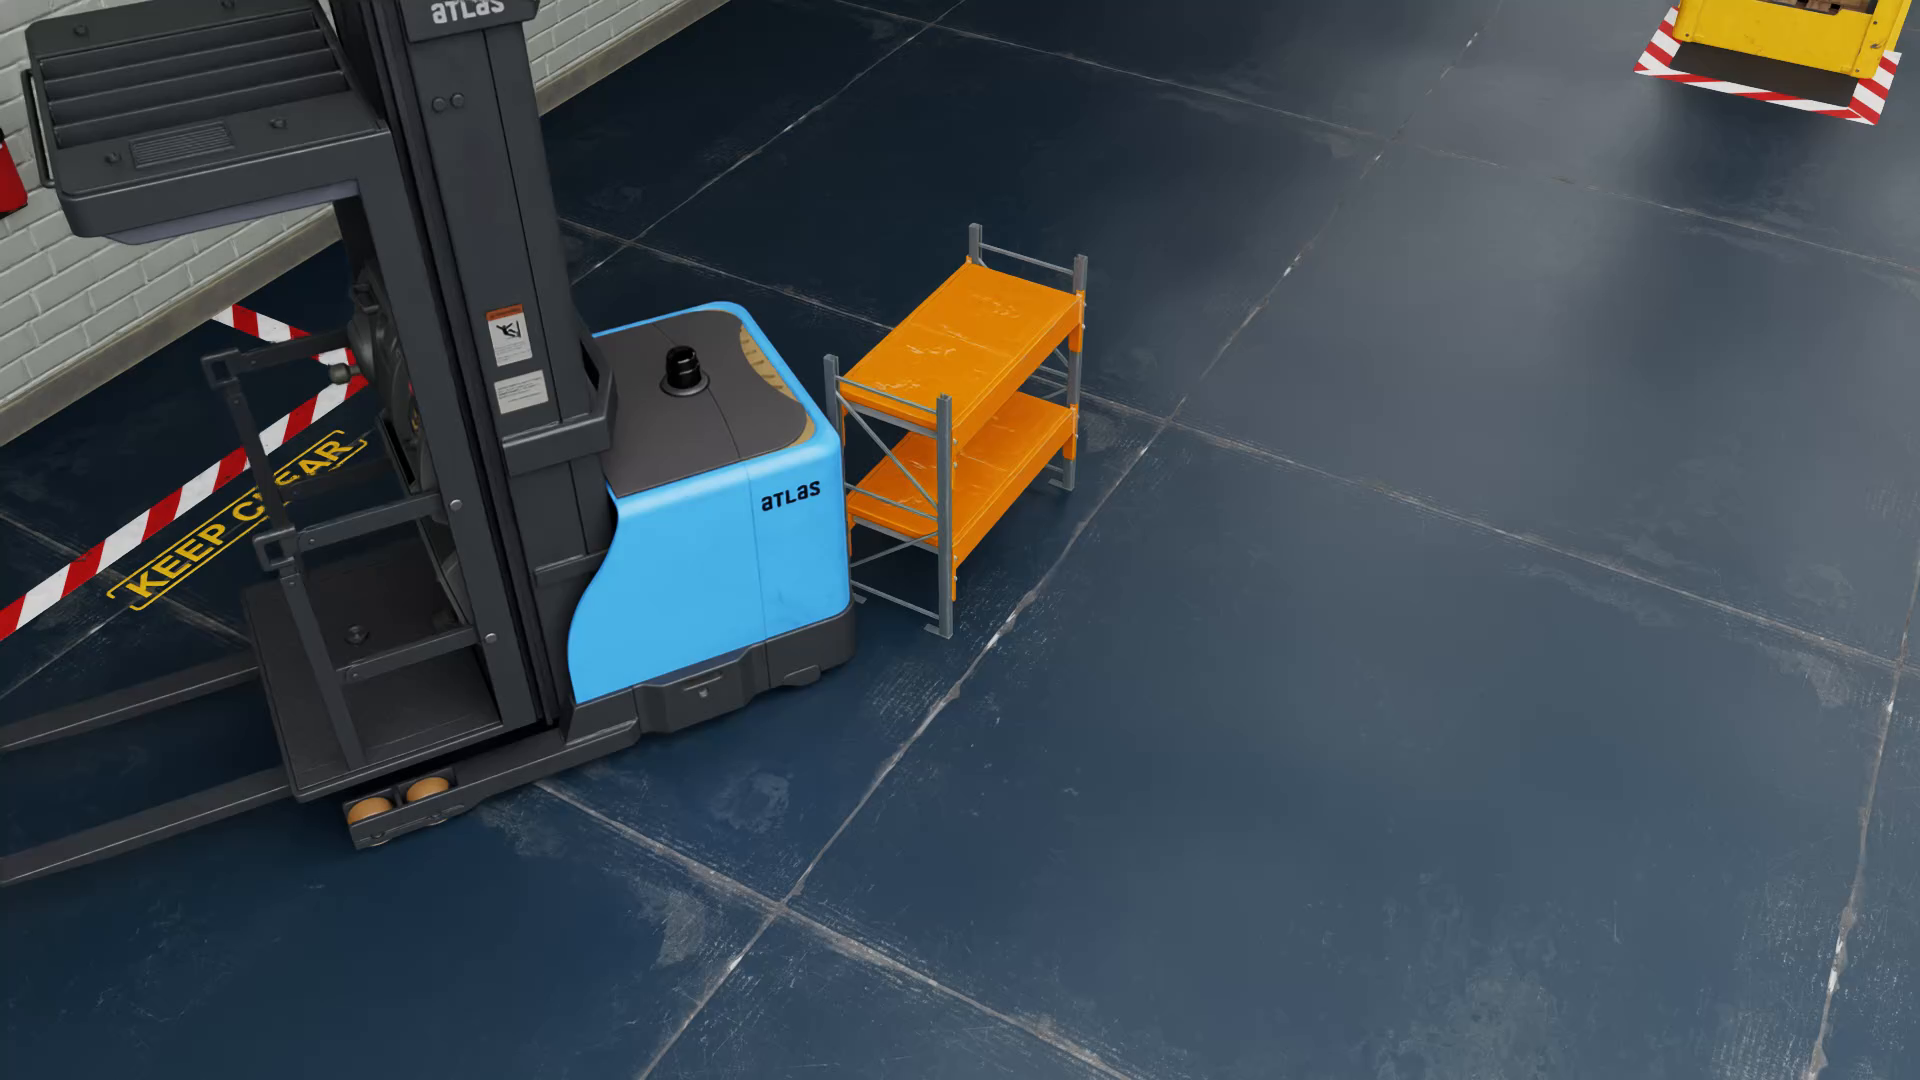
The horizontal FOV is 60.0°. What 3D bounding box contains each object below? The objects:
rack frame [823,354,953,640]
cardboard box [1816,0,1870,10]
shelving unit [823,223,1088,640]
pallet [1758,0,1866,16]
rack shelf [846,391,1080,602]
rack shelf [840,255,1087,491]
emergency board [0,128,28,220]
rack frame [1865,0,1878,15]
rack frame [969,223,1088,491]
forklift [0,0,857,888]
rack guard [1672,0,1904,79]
[{"bbox_3d":[-0.251,-0.135,6.052,0.500,1.125,0.032,21,45,22],"label":"rack frame"},{"bbox_3d":[5.449,-3.506,10.225,0.500,0.250,0.500,21,45,22],"label":"cardboard box"},{"bbox_3d":[0.003,-0.426,6.383,0.538,1.125,1.048,21,45,22],"label":"shelving unit"},{"bbox_3d":[5.334,-3.552,10.624,1.003,0.211,1.213,21,45,22],"label":"pallet"},{"bbox_3d":[0.003,-0.243,6.544,0.538,0.278,1.000,21,45,22],"label":"rack shelf"},{"bbox_3d":[0.003,-0.646,6.189,0.538,0.278,1.000,21,45,22],"label":"rack shelf"},{"bbox_3d":[-3.974,-1.636,6.338,0.194,1.169,0.643,21,45,22],"label":"emergency board"},{"bbox_3d":[4.988,-4.147,9.190,1.000,3.000,0.127,21,45,22],"label":"rack frame"},{"bbox_3d":[0.258,-0.717,6.713,0.500,1.125,0.032,21,45,22],"label":"rack frame"},{"bbox_3d":[-1.936,-0.474,5.071,3.031,2.935,1.130,-19,45,-20],"label":"forklift"},{"bbox_3d":[4.976,-3.196,10.001,1.175,0.500,0.348,21,45,22],"label":"rack guard"}]
